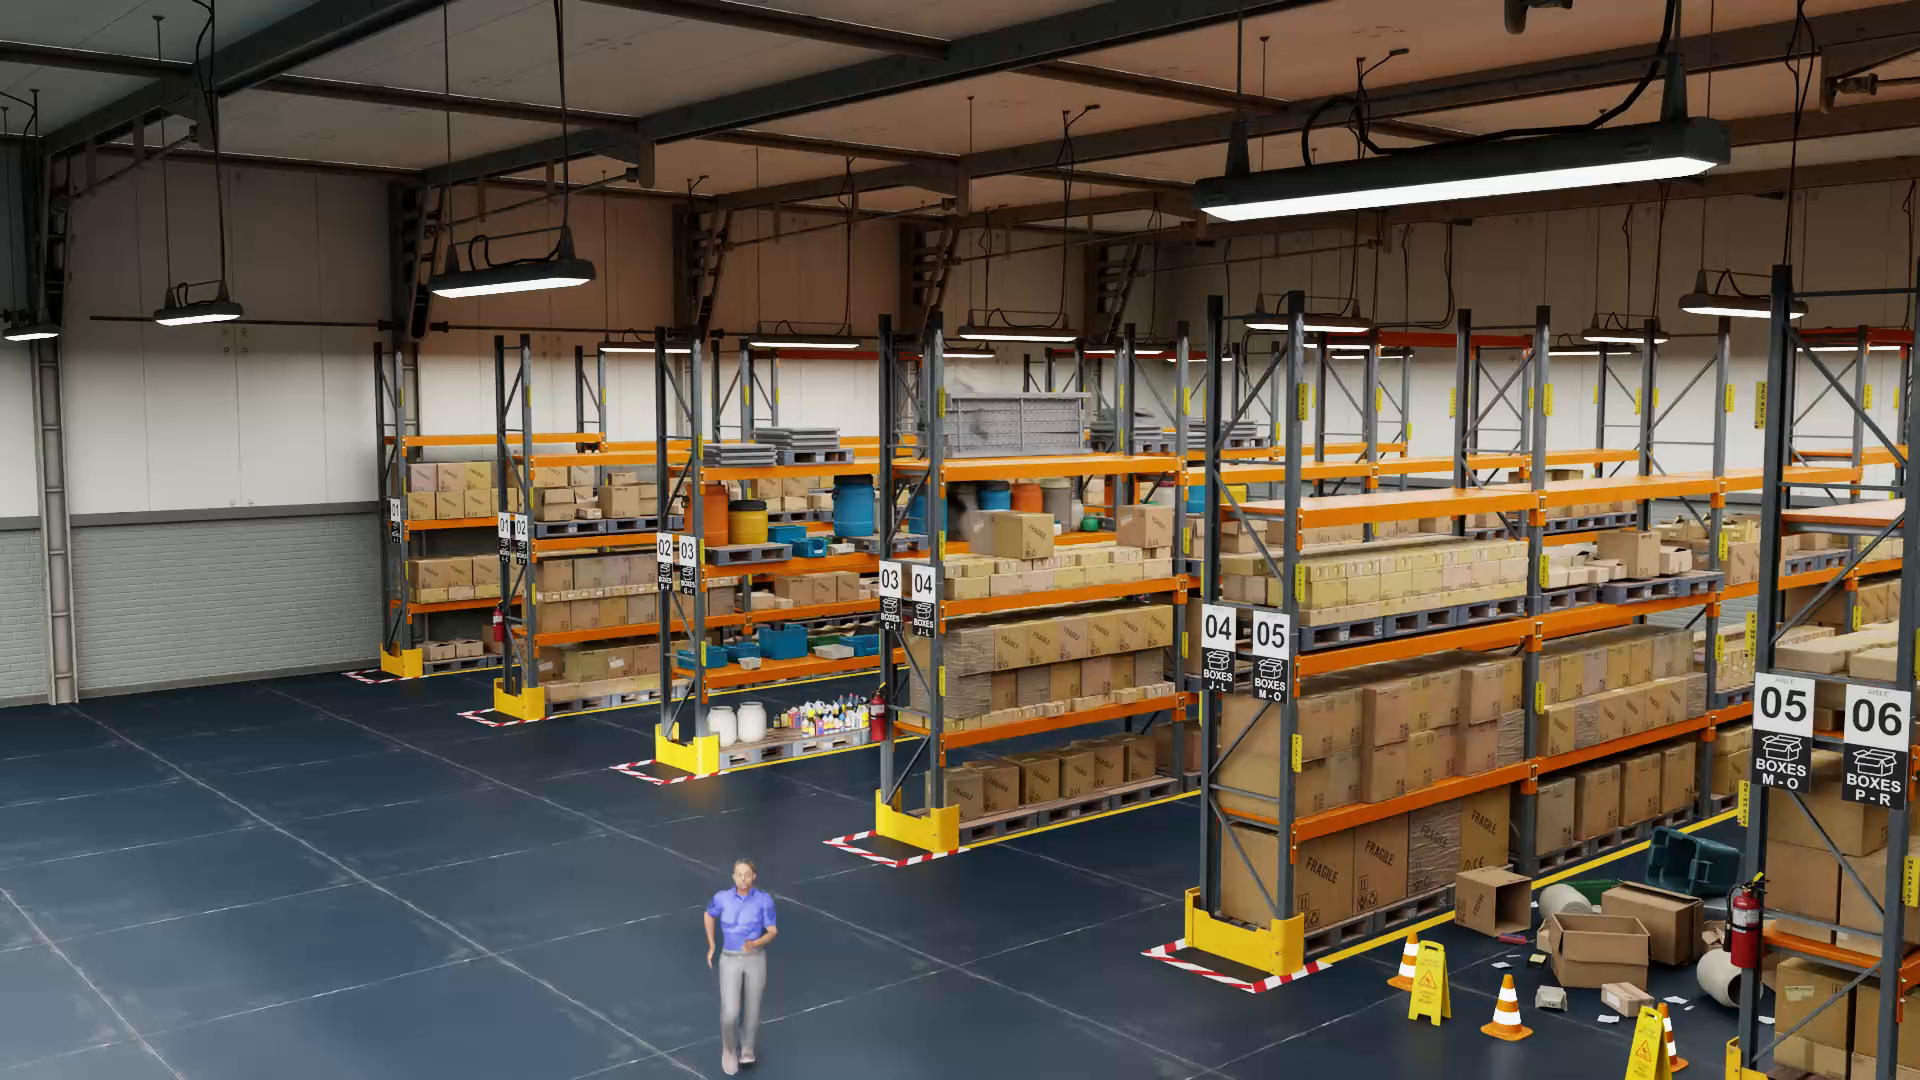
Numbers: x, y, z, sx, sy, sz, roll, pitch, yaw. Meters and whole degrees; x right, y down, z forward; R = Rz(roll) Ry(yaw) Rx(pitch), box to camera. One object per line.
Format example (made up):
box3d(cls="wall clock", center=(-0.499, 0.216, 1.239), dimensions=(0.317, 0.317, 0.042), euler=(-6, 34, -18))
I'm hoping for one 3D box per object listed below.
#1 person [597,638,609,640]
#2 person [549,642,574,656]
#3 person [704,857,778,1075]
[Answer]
box3d(cls="person", center=(-6.219, 1.666, 29.082), dimensions=(0.711, 1.763, 0.605), euler=(-5, 7, -41))
box3d(cls="person", center=(-6.884, 1.672, 28.831), dimensions=(0.661, 1.845, 0.686), euler=(5, 7, 42))
box3d(cls="person", center=(-1.640, 3.208, 12.486), dimensions=(0.545, 1.644, 0.657), euler=(-1, 5, -9))
